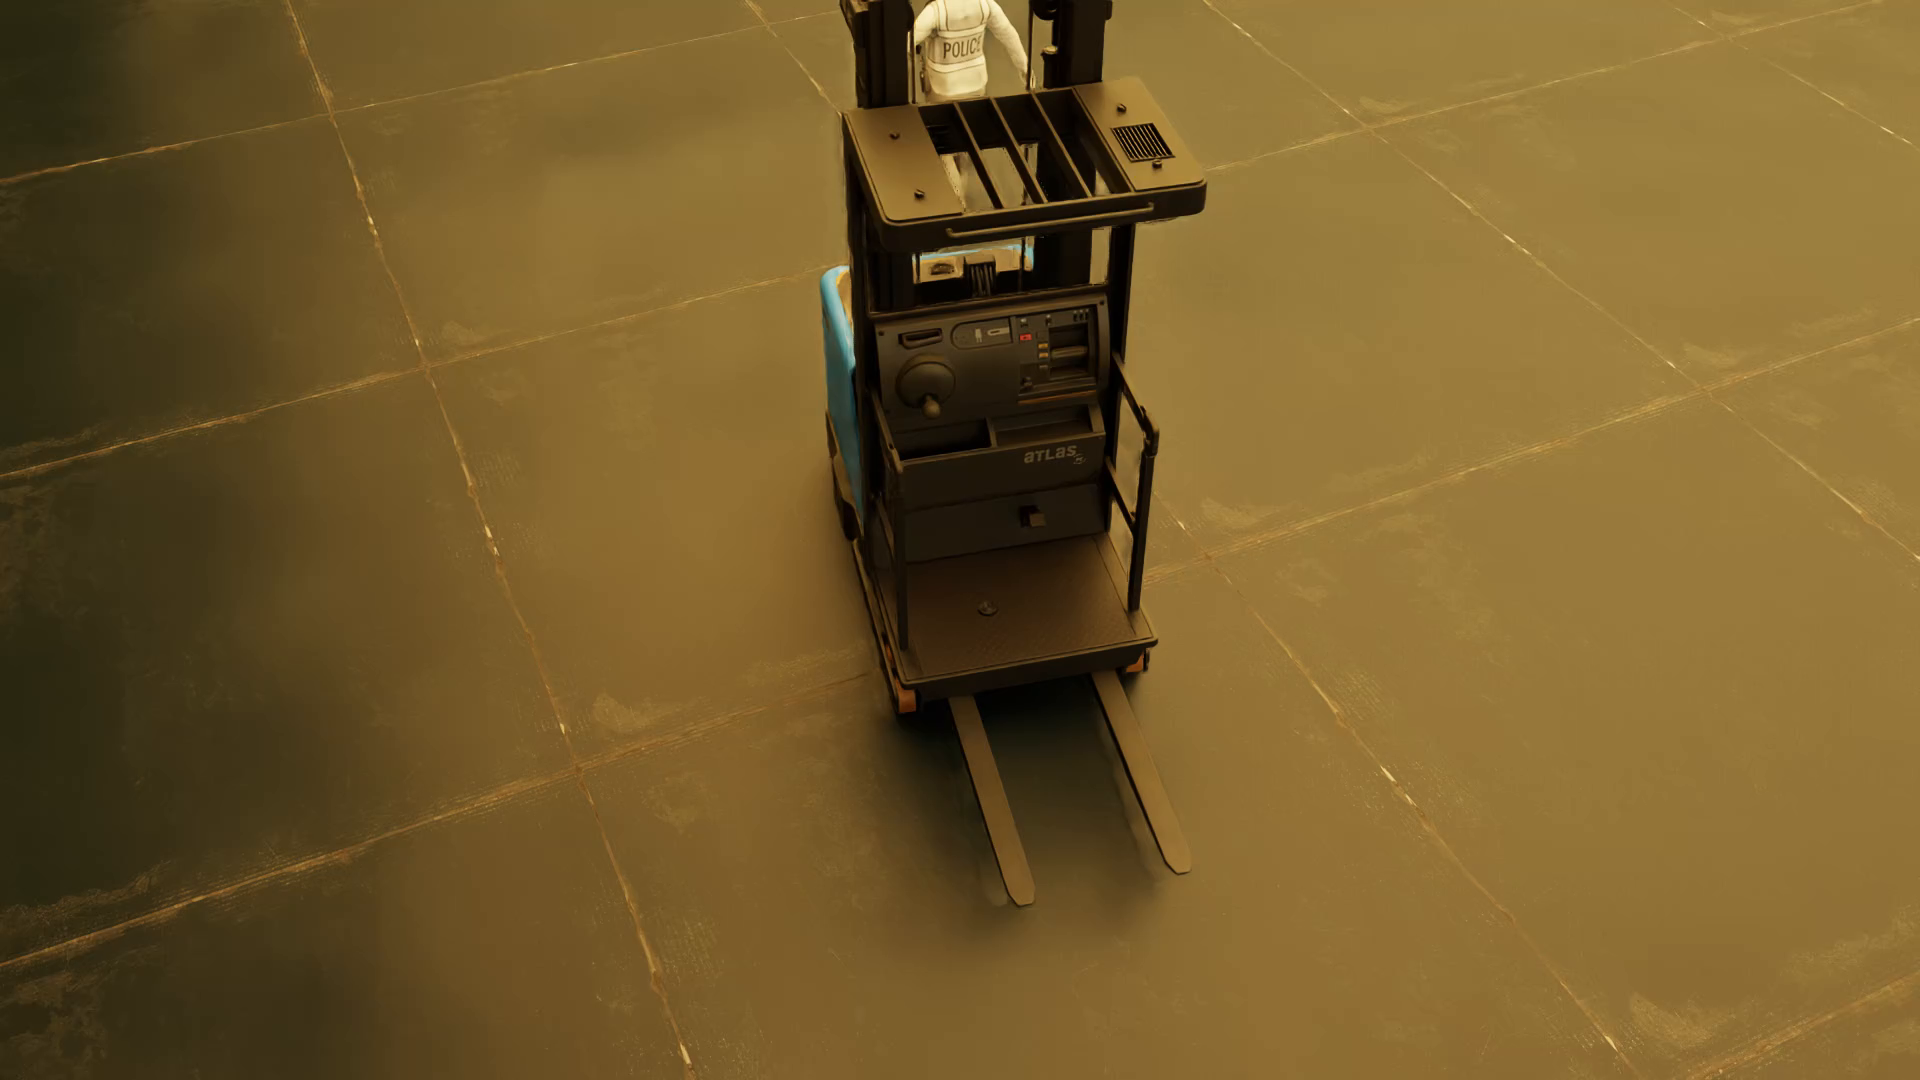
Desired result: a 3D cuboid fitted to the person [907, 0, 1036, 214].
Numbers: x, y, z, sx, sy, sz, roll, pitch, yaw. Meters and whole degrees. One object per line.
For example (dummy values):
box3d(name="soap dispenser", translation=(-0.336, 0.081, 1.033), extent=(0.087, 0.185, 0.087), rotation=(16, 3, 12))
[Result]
box3d(name="person", translation=(-0.049, -2.595, 9.432), extent=(0.919, 1.667, 0.666), rotation=(-20, 47, -20))

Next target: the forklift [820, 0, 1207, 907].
box3d(name="forklift", translation=(0.185, -0.628, 6.353), extent=(1.130, 2.935, 3.031), rotation=(-9, 44, -10))
